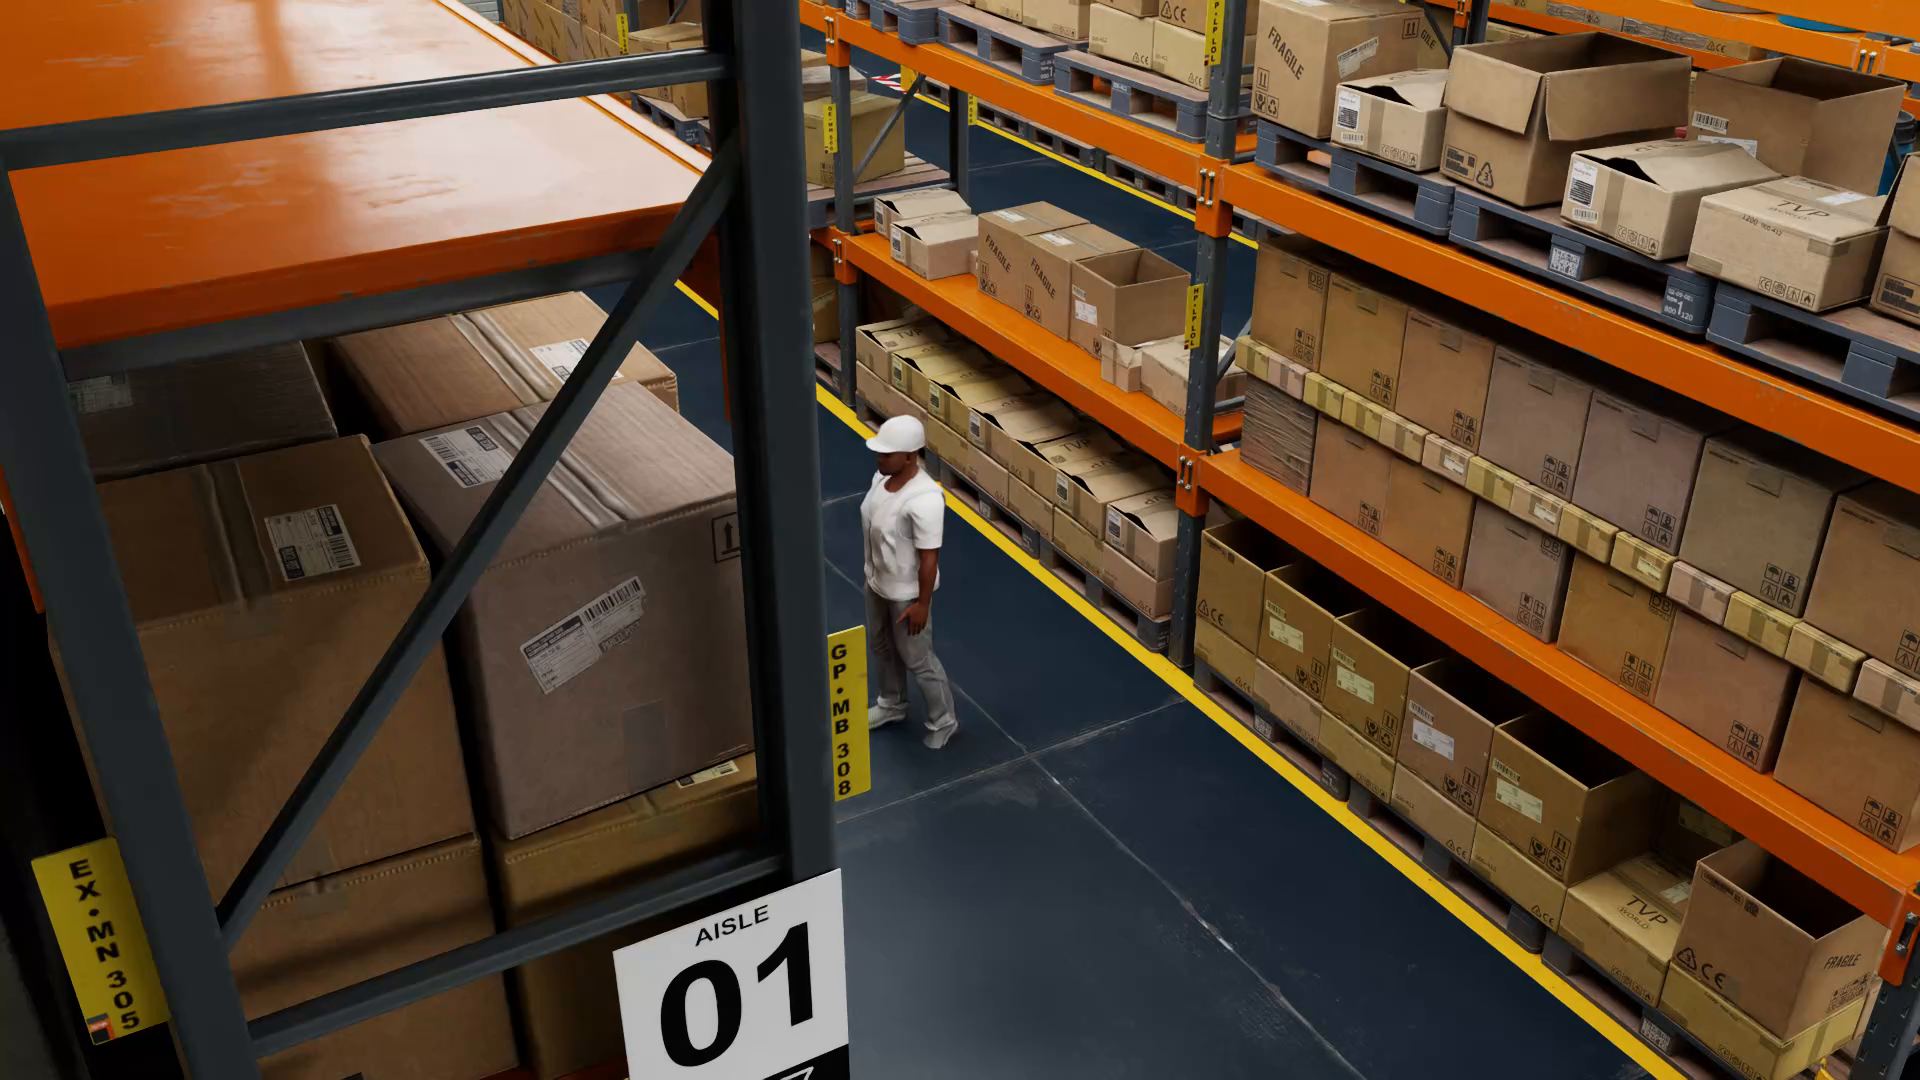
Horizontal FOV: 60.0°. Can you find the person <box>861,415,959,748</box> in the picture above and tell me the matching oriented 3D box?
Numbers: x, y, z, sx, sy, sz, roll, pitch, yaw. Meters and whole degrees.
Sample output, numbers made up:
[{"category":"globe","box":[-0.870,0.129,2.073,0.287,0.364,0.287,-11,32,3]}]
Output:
[{"category":"person","box":[-0.288,0.248,8.179,0.470,1.853,0.570,-15,32,-25]}]
